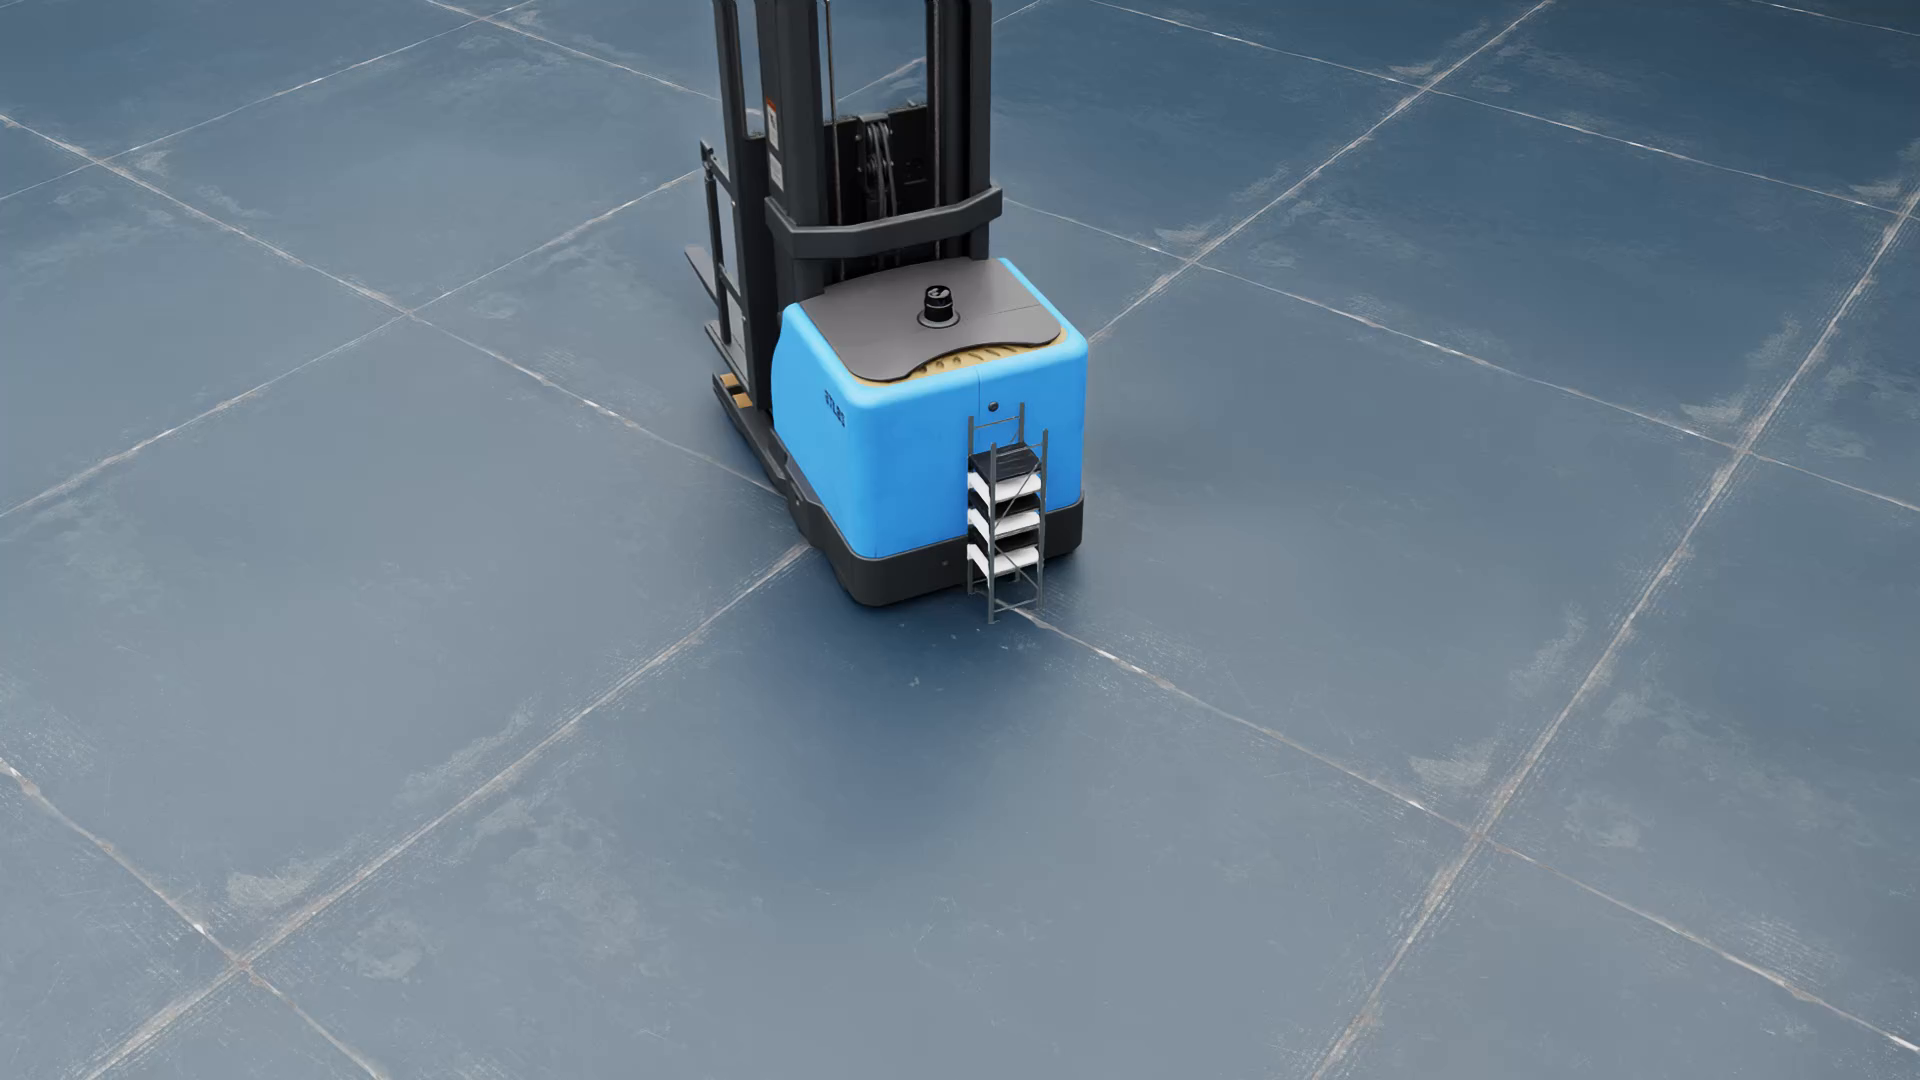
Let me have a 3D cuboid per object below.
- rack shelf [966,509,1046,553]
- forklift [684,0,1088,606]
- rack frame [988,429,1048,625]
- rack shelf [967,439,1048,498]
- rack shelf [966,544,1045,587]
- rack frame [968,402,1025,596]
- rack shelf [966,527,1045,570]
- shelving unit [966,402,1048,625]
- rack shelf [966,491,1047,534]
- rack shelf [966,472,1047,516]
[{"bbox_3d":[0.184,-0.068,6.661,0.258,0.077,0.200,-16,41,-19],"label":"rack shelf"},{"bbox_3d":[-0.545,-1.789,7.157,1.130,2.935,3.031,-16,41,-19],"label":"forklift"},{"bbox_3d":[0.226,-0.037,6.567,0.240,0.900,0.006,-16,41,-19],"label":"rack frame"},{"bbox_3d":[0.184,-0.281,6.494,0.258,0.077,0.200,-16,41,-19],"label":"rack shelf"},{"bbox_3d":[0.184,0.074,6.772,0.258,0.077,0.200,-16,41,-19],"label":"rack shelf"},{"bbox_3d":[0.142,-0.151,6.713,0.240,0.900,0.006,-16,41,-19],"label":"rack frame"},{"bbox_3d":[0.184,0.003,6.716,0.258,0.077,0.200,-16,41,-19],"label":"rack shelf"},{"bbox_3d":[0.184,-0.094,6.640,0.258,0.900,0.210,-16,41,-19],"label":"shelving unit"},{"bbox_3d":[0.184,-0.139,6.605,0.258,0.077,0.200,-16,41,-19],"label":"rack shelf"},{"bbox_3d":[0.184,-0.210,6.550,0.258,0.077,0.200,-16,41,-19],"label":"rack shelf"}]
